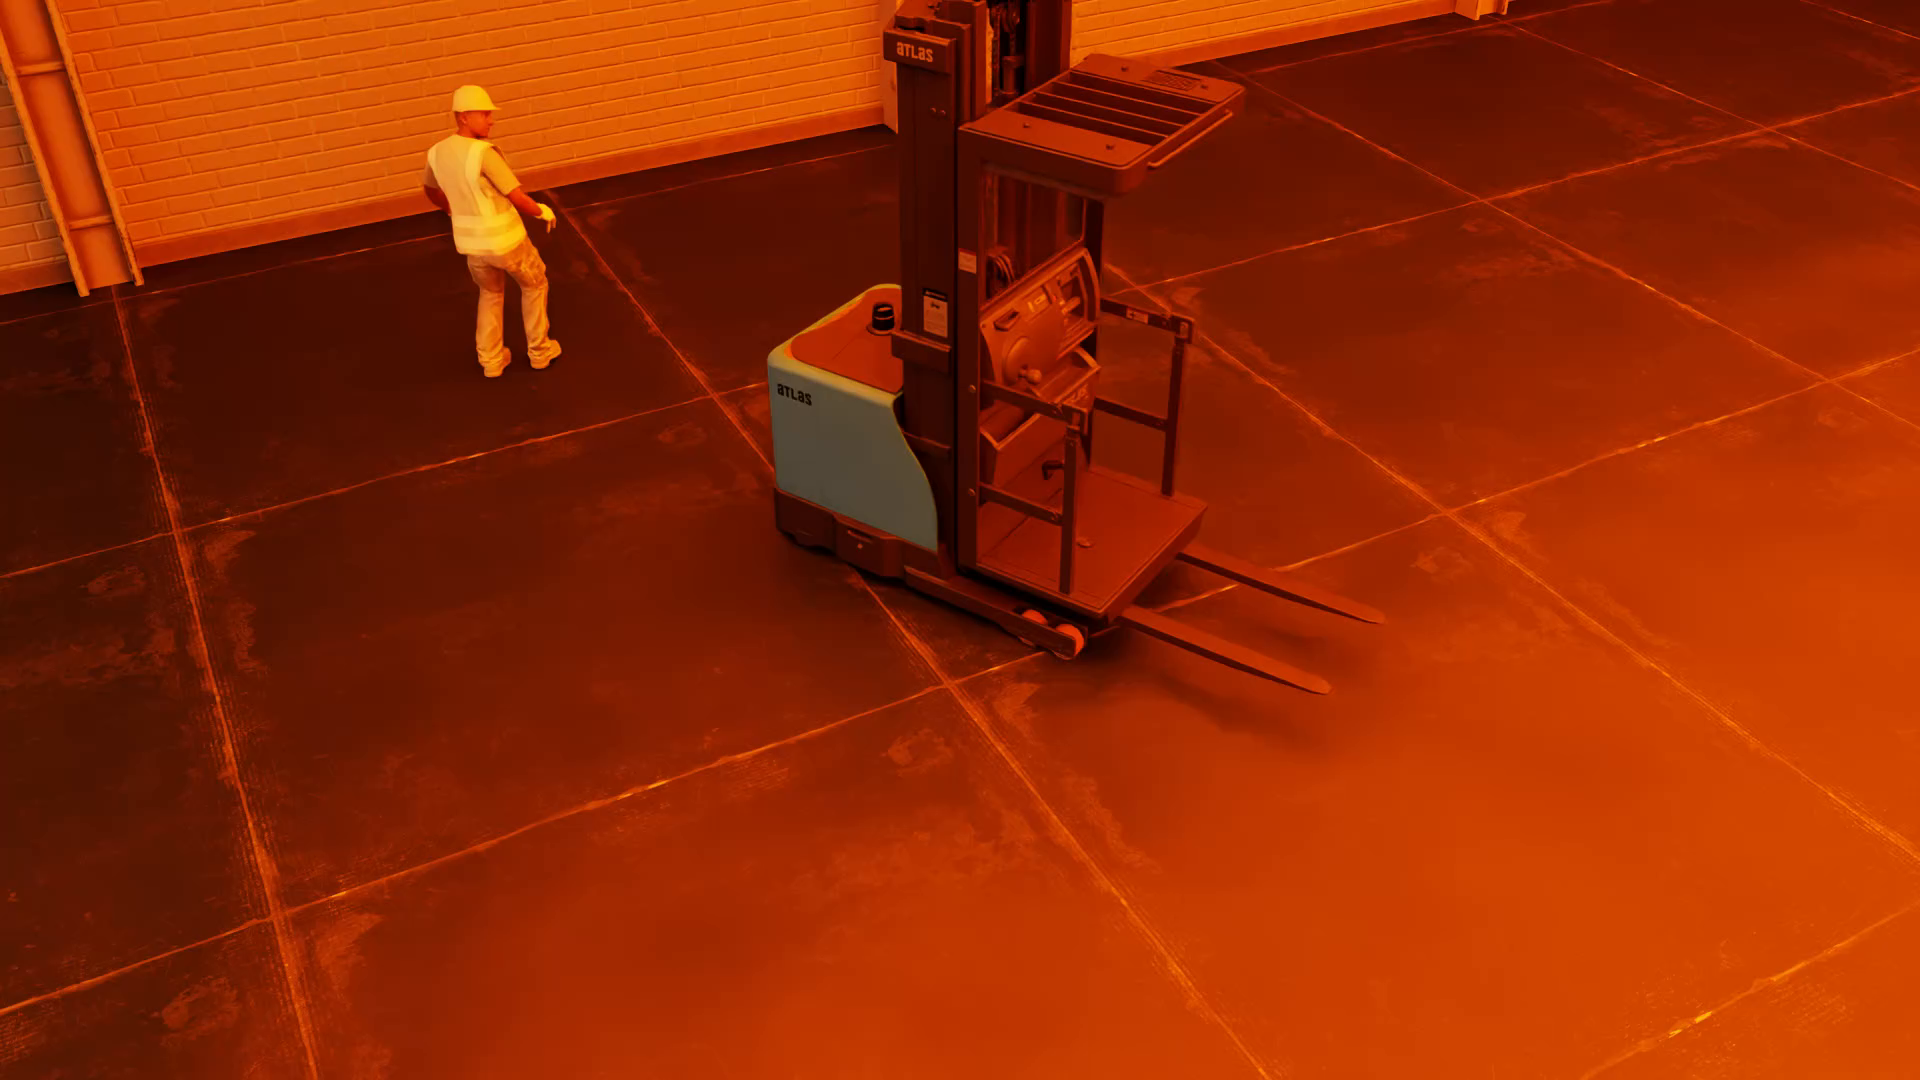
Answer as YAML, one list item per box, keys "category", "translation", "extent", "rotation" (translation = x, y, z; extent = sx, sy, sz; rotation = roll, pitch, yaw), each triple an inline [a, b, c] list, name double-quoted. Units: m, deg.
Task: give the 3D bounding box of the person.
- category: "person"
  translation: [-2.727, -1.790, 9.706]
  extent: [0.776, 1.732, 0.524]
  rotation: [13, 37, 17]

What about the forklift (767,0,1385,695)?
- category: "forklift"
  translation: [0.547, -0.984, 7.515]
  extent: [3.031, 2.935, 1.130]
  rotation: [21, 40, 27]
